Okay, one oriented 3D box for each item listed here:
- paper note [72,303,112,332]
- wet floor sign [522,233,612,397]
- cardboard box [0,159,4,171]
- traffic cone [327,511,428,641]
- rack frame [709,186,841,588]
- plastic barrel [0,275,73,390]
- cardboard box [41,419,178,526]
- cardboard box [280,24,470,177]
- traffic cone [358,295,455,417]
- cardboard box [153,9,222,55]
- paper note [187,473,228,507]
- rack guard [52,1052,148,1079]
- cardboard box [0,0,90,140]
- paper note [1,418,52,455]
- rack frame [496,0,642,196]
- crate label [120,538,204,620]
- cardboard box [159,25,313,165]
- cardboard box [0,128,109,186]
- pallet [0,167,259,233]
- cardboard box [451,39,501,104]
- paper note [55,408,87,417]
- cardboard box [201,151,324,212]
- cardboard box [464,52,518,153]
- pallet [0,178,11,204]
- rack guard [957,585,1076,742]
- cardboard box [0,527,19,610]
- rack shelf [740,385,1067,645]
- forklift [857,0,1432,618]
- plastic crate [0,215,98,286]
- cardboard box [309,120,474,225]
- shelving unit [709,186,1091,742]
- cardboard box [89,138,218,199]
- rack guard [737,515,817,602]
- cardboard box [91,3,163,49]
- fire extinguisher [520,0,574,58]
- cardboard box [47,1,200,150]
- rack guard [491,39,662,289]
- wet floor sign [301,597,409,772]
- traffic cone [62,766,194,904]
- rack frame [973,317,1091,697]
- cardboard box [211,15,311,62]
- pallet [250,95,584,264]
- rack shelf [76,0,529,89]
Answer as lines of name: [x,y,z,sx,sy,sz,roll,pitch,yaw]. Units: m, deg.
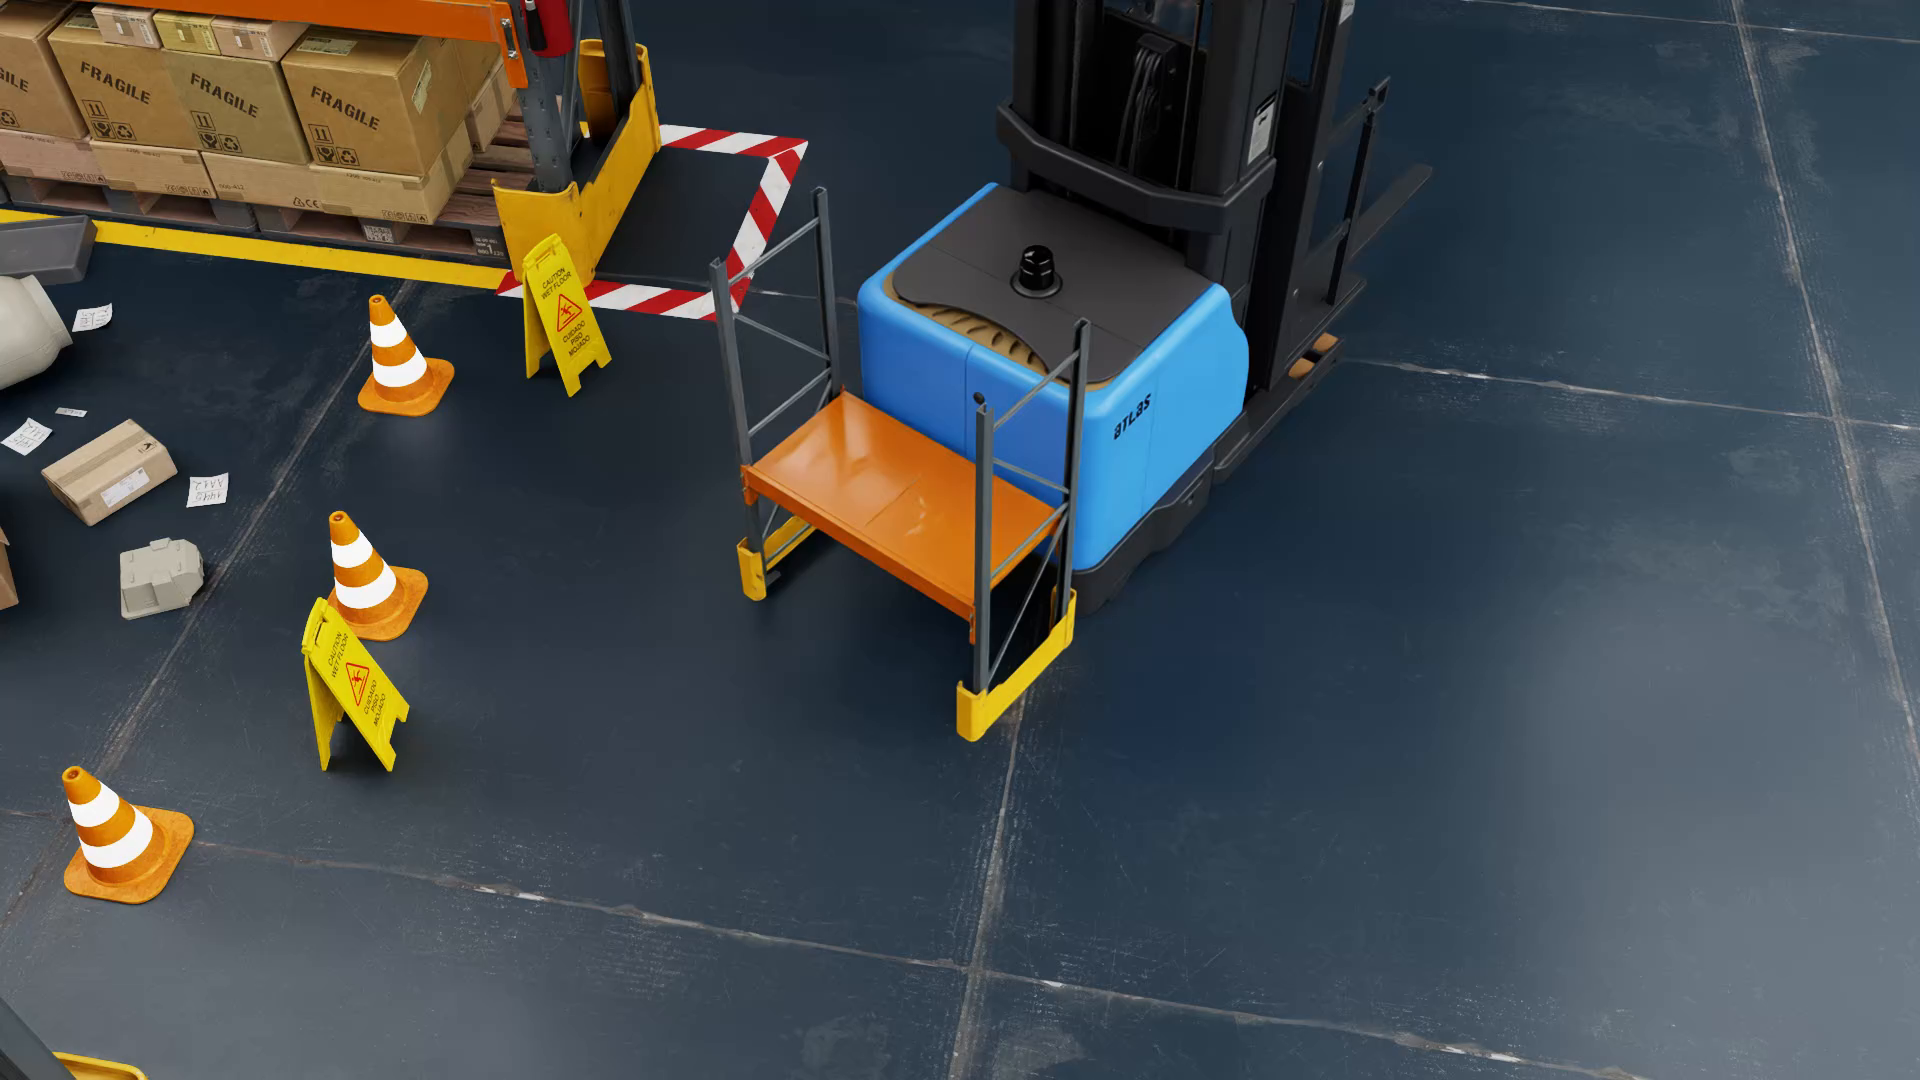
paper note: [-3.696,-0.949,7.082,0.148,0.019,0.142,-7,48,-7]
wet floor sign: [-1.617,-0.924,6.647,0.232,0.644,0.267,23,52,20]
cardboard box: [-4.490,-1.932,7.536,0.500,0.250,0.500,10,49,9]
traffic cone: [-2.129,0.073,5.873,0.334,0.463,0.336,8,49,7]
rack frame: [-0.585,-0.462,5.657,0.032,1.500,0.500,31,55,25]
plastic barrel: [-3.916,-0.824,6.705,0.512,0.421,0.421,-32,55,-25]
cardboard box: [-3.262,-0.261,6.385,0.250,0.149,0.380,32,56,26]
cardboard box: [-2.449,-1.907,7.009,0.500,0.500,0.500,8,49,7]
traffic cone: [-2.266,-0.784,6.644,0.334,0.463,0.336,8,49,7]
cardboard box: [-3.069,-2.158,6.799,0.250,0.149,0.380,8,49,7]
paper note: [-2.898,-0.195,6.405,0.142,0.019,0.148,-7,48,-7]
rack guard: [-2.371,1.956,4.157,0.348,0.500,1.175,8,49,7]
cardboard box: [-3.979,-2.113,7.194,0.500,0.500,0.500,10,49,9]
paper note: [-3.707,-0.414,6.609,0.142,0.019,0.148,23,52,20]
rack frame: [-1.614,-2.520,6.497,0.127,3.000,1.000,8,49,7]
crate label: [-2.914,0.123,6.047,0.298,0.136,0.250,-15,50,-13]
cardboard box: [-2.963,-1.973,7.068,0.500,0.500,0.500,9,49,8]
cardboard box: [-3.968,-1.864,7.474,0.500,0.250,0.500,7,48,6]
pallet: [-3.679,-1.894,7.810,1.213,0.211,1.003,8,49,7]
cardboard box: [-2.382,-2.303,7.365,0.500,0.500,0.500,6,48,6]
paper note: [-3.586,-0.516,6.706,0.123,0.001,0.032,8,49,7]
cardboard box: [-2.966,-1.725,7.350,0.500,0.250,0.500,8,49,7]
cardboard box: [-2.358,-2.050,7.642,0.500,0.250,0.500,7,48,7]
pallet: [-4.883,-2.054,7.953,1.213,0.211,1.003,8,49,7]
rack guard: [0.196,0.417,5.707,0.087,0.250,0.587,31,55,25]
cardboard box: [-3.793,-0.064,5.970,0.637,0.503,0.797,-23,52,-19]
rack shelf: [-0.187,-0.106,5.579,1.000,0.185,0.538,31,55,25]
forklift: [0.932,-1.755,5.856,1.130,2.935,3.031,30,54,24]
plastic crate: [-4.151,-1.265,7.333,0.583,0.080,0.402,-7,48,-7]
cardboard box: [-2.481,-1.654,7.286,0.500,0.250,0.500,7,48,7]
shelving unit: [-0.194,-0.231,5.449,1.083,1.500,0.587,31,55,25]
cardboard box: [-3.481,-1.790,7.408,0.500,0.250,0.500,6,48,5]
rack guard: [-0.584,-0.044,6.121,0.087,0.250,0.587,31,55,25]
cardboard box: [-3.328,-2.195,6.831,0.250,0.149,0.380,10,49,8]
fire extinguisher: [-1.583,-2.141,6.209,0.183,0.674,0.296,8,49,7]
cardboard box: [-3.458,-2.045,7.133,0.500,0.500,0.500,7,48,6]
rack guard: [-1.689,-1.694,7.436,0.348,0.500,1.175,8,49,7]
wet floor sign: [-2.014,0.459,5.404,0.232,0.644,0.267,0,48,0]
traffic cone: [-2.665,0.855,5.170,0.334,0.463,0.336,8,49,7]
rack frame: [0.211,0.009,5.234,0.032,1.500,0.500,31,55,25]
cardboard box: [-2.822,-2.123,6.767,0.250,0.149,0.380,9,49,8]
pallet: [-2.482,-1.731,7.663,1.213,0.211,1.003,8,49,7]
rack shelf: [-3.582,-2.544,7.003,4.000,0.370,1.077,8,49,7]
